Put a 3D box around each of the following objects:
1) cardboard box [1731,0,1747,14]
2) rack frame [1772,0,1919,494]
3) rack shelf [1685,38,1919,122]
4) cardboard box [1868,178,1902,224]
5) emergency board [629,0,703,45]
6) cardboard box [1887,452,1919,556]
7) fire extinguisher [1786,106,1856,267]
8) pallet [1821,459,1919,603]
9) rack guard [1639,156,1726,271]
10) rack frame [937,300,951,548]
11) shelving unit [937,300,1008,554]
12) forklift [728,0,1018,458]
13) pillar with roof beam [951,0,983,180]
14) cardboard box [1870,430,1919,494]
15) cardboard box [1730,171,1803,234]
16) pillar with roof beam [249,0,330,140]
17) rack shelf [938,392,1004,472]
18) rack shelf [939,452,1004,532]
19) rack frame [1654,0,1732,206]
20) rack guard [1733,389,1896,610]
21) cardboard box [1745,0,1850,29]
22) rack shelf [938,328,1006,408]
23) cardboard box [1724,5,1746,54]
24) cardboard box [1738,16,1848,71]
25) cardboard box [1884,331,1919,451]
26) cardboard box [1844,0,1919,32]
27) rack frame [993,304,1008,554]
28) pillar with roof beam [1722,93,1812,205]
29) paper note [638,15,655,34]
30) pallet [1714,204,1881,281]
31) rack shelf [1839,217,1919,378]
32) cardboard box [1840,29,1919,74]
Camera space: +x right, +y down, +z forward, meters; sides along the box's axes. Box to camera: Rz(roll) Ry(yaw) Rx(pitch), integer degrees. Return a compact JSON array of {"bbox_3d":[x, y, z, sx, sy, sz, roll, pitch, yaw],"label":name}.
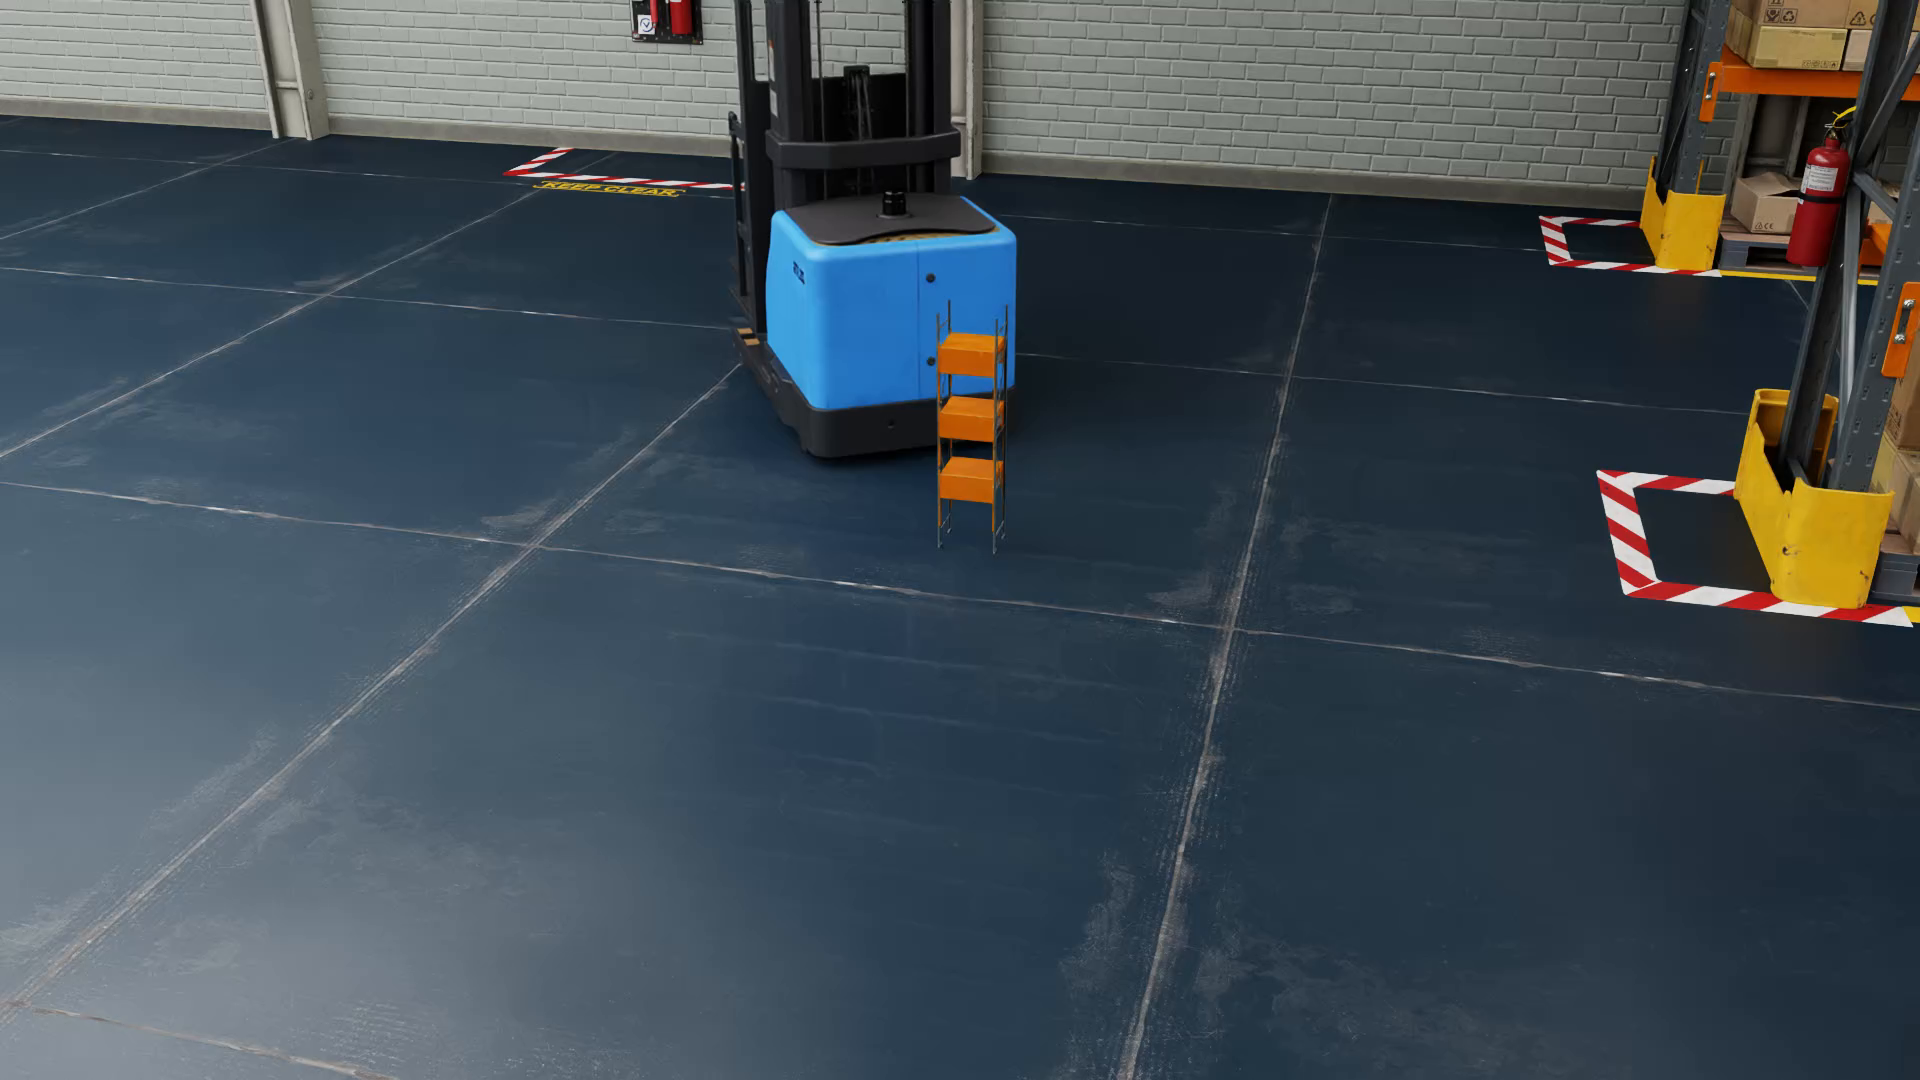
[{"bbox_3d":[5.377,-3.709,10.830,0.500,0.500,0.500,6,26,12],"label":"cardboard box"},{"bbox_3d":[3.638,-1.329,6.551,0.127,3.000,1.000,6,26,13],"label":"rack frame"},{"bbox_3d":[6.805,-2.852,10.588,4.000,0.370,1.077,6,26,13],"label":"rack shelf"},{"bbox_3d":[6.068,-2.203,11.005,0.500,0.311,0.500,9,27,17],"label":"cardboard box"},{"bbox_3d":[-2.433,-4.599,13.421,0.643,1.169,0.194,6,26,13],"label":"emergency board"},{"bbox_3d":[4.102,-0.127,6.737,0.500,0.250,0.500,6,26,13],"label":"cardboard box"},{"bbox_3d":[3.639,-1.500,7.000,0.183,0.674,0.296,6,26,13],"label":"fire extinguisher"},{"bbox_3d":[4.389,-0.005,7.015,1.213,0.211,1.003,6,26,13],"label":"pallet"},{"bbox_3d":[4.942,-2.254,11.404,0.348,0.500,1.175,6,26,13],"label":"rack guard"},{"bbox_3d":[-0.066,-0.481,7.040,0.008,1.050,0.200,6,26,13],"label":"rack frame"},{"bbox_3d":[0.052,-0.468,7.012,0.252,1.050,0.215,6,26,13],"label":"shelving unit"},{"bbox_3d":[-0.659,-2.325,8.725,1.130,2.935,3.031,-8,27,-16],"label":"forklift"},{"bbox_3d":[-1.122,-5.235,7.778,0.400,9.000,9.100,6,26,13],"label":"pillar with roof beam"},{"bbox_3d":[4.231,-0.342,7.190,0.500,0.250,0.500,6,26,13],"label":"cardboard box"},{"bbox_3d":[5.516,-2.264,11.133,0.500,0.311,0.500,3,26,7],"label":"cardboard box"},{"bbox_3d":[-6.933,-5.878,9.127,0.400,9.000,9.100,6,26,13],"label":"pillar with roof beam"},{"bbox_3d":[0.052,-0.459,7.017,0.240,0.259,0.215,6,26,13],"label":"rack shelf"},{"bbox_3d":[0.052,-0.208,7.136,0.240,0.259,0.215,6,26,13],"label":"rack shelf"},{"bbox_3d":[4.868,-3.391,10.884,0.127,3.000,1.000,6,26,13],"label":"rack frame"},{"bbox_3d":[3.615,-0.202,7.094,0.348,0.500,1.175,6,26,13],"label":"rack guard"},{"bbox_3d":[5.255,-3.495,10.380,0.500,0.500,0.500,6,26,13],"label":"cardboard box"},{"bbox_3d":[0.052,-0.715,6.895,0.240,0.259,0.215,6,26,13],"label":"rack shelf"},{"bbox_3d":[5.369,-3.363,10.976,0.500,0.250,0.500,7,26,14],"label":"cardboard box"},{"bbox_3d":[5.261,-3.148,10.524,0.500,0.250,0.500,6,26,11],"label":"cardboard box"},{"bbox_3d":[4.231,-0.682,7.030,0.500,0.500,0.500,6,26,13],"label":"cardboard box"},{"bbox_3d":[5.732,-3.438,10.260,0.500,0.500,0.500,6,26,13],"label":"cardboard box"},{"bbox_3d":[0.170,-0.455,6.985,0.008,1.050,0.200,6,26,13],"label":"rack frame"},{"bbox_3d":[4.689,-4.593,6.429,0.400,9.000,9.100,6,26,13],"label":"pillar with roof beam"},{"bbox_3d":[-2.588,-4.249,13.710,0.142,0.148,0.016,6,26,13],"label":"paper note"},{"bbox_3d":[5.720,-2.022,11.252,1.213,0.211,1.003,6,26,13],"label":"pallet"},{"bbox_3d":[5.575,-0.790,6.256,4.000,0.370,1.077,6,26,13],"label":"rack shelf"},{"bbox_3d":[5.768,-3.098,10.420,0.500,0.250,0.500,5,26,11],"label":"cardboard box"}]
